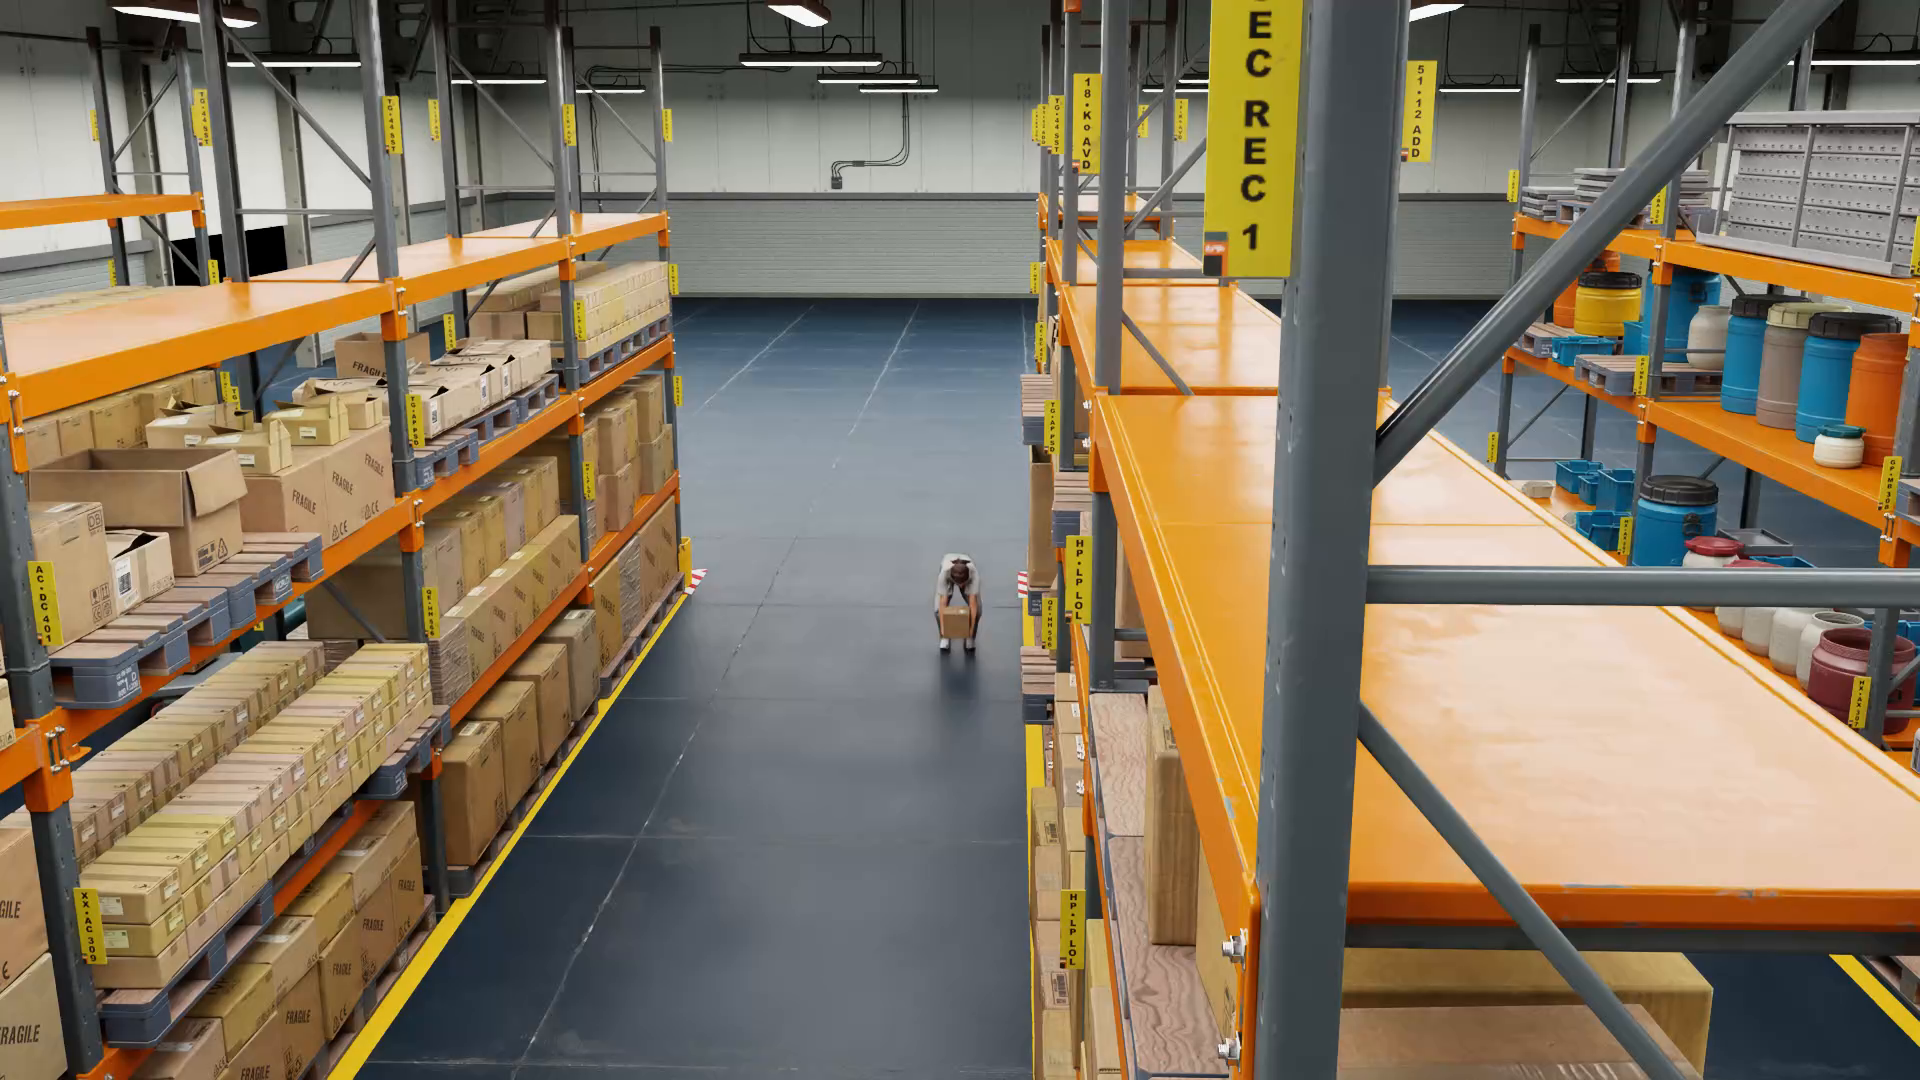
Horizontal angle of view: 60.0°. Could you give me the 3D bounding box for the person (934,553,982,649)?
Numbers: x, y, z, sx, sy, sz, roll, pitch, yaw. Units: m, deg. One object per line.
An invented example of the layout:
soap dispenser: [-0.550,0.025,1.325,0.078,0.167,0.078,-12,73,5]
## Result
person: [-0.020,0.600,16.204,0.471,1.009,0.867,-1,14,-2]
